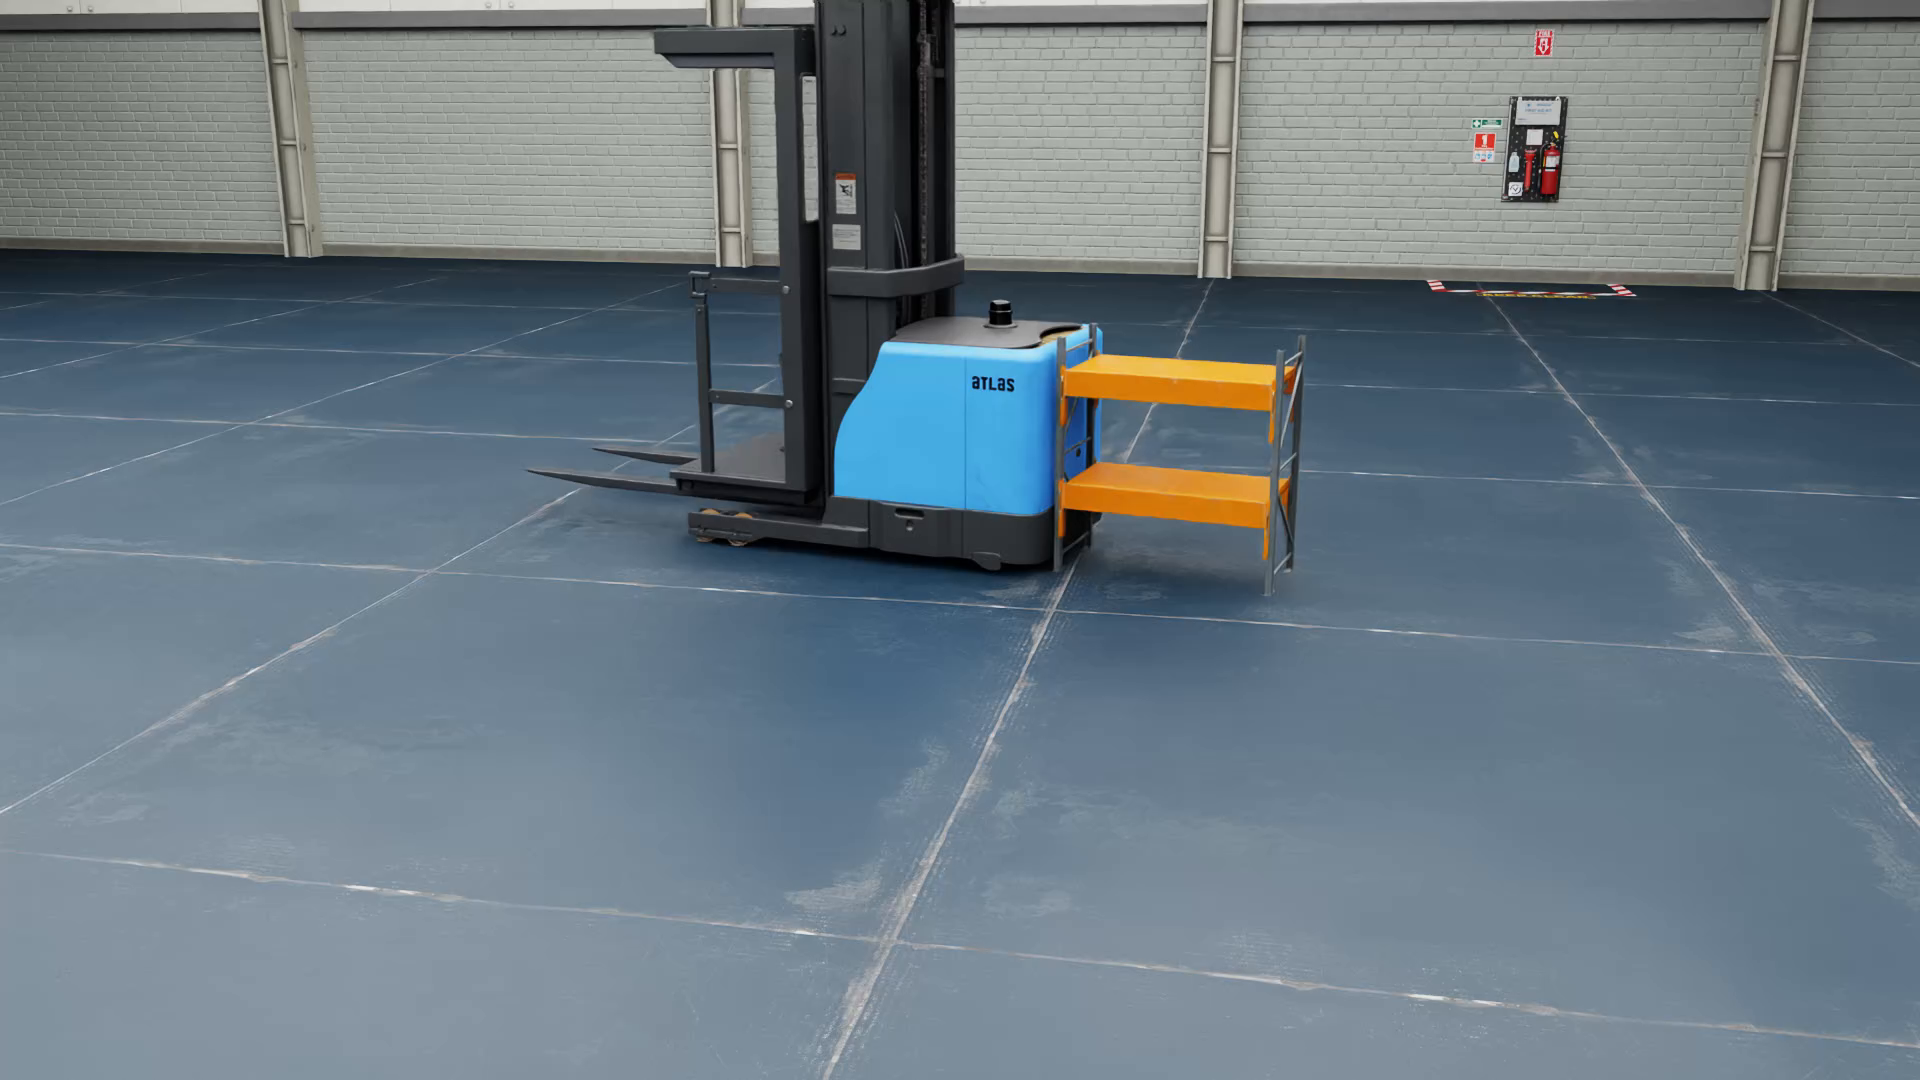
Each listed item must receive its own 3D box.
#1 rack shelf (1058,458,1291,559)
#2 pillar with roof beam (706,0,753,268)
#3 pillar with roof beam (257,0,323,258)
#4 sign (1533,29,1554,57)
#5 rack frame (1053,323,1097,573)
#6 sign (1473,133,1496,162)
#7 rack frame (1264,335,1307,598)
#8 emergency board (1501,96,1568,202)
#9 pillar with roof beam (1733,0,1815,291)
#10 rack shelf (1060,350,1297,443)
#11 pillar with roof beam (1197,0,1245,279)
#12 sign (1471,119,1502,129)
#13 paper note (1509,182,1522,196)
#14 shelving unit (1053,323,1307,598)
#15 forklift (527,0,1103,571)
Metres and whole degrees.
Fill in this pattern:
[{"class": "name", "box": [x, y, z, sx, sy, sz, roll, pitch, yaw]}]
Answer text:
[{"class": "rack shelf", "box": [1.025, -0.161, 7.881, 1.000, 0.278, 0.538, 6, 17, 22]}, {"class": "pillar with roof beam", "box": [-3.697, -6.668, 15.706, 0.400, 9.000, 9.100, 3, 16, 11]}, {"class": "pillar with roof beam", "box": [-9.576, -6.987, 16.858, 0.400, 9.000, 9.100, 3, 16, 11]}, {"class": "sign", "box": [6.518, -5.549, 18.565, 0.199, 0.298, 0.001, 3, 16, 11]}, {"class": "rack frame", "box": [0.556, -0.449, 8.006, 0.032, 1.125, 0.500, 6, 17, 22]}, {"class": "sign", "box": [5.985, -4.479, 18.977, 0.234, 0.329, 0.001, 3, 16, 11]}, {"class": "rack frame", "box": [1.493, -0.344, 7.626, 0.032, 1.125, 0.500, 6, 17, 22]}, {"class": "emergency board", "box": [6.506, -4.406, 18.778, 0.643, 1.169, 0.194, 3, 16, 11]}, {"class": "pillar with roof beam", "box": [8.063, -6.029, 13.401, 0.400, 9.000, 9.100, 3, 16, 11]}, {"class": "rack shelf", "box": [1.025, -0.678, 7.738, 1.000, 0.278, 0.538, 6, 17, 22]}, {"class": "pillar with roof beam", "box": [2.183, -6.349, 14.554, 0.400, 9.000, 9.100, 3, 16, 11]}, {"class": "sign", "box": [5.988, -4.732, 18.897, 0.331, 0.109, 0.001, 3, 16, 11]}, {"class": "paper note", "box": [6.347, -4.009, 18.995, 0.142, 0.148, 0.016, 3, 16, 11]}, {"class": "shelving unit", "box": [1.025, -0.396, 7.816, 1.048, 1.125, 0.538, 6, 17, 22]}, {"class": "forklift", "box": [-0.832, -1.502, 8.425, 3.031, 2.935, 1.130, 6, 17, 22]}]
